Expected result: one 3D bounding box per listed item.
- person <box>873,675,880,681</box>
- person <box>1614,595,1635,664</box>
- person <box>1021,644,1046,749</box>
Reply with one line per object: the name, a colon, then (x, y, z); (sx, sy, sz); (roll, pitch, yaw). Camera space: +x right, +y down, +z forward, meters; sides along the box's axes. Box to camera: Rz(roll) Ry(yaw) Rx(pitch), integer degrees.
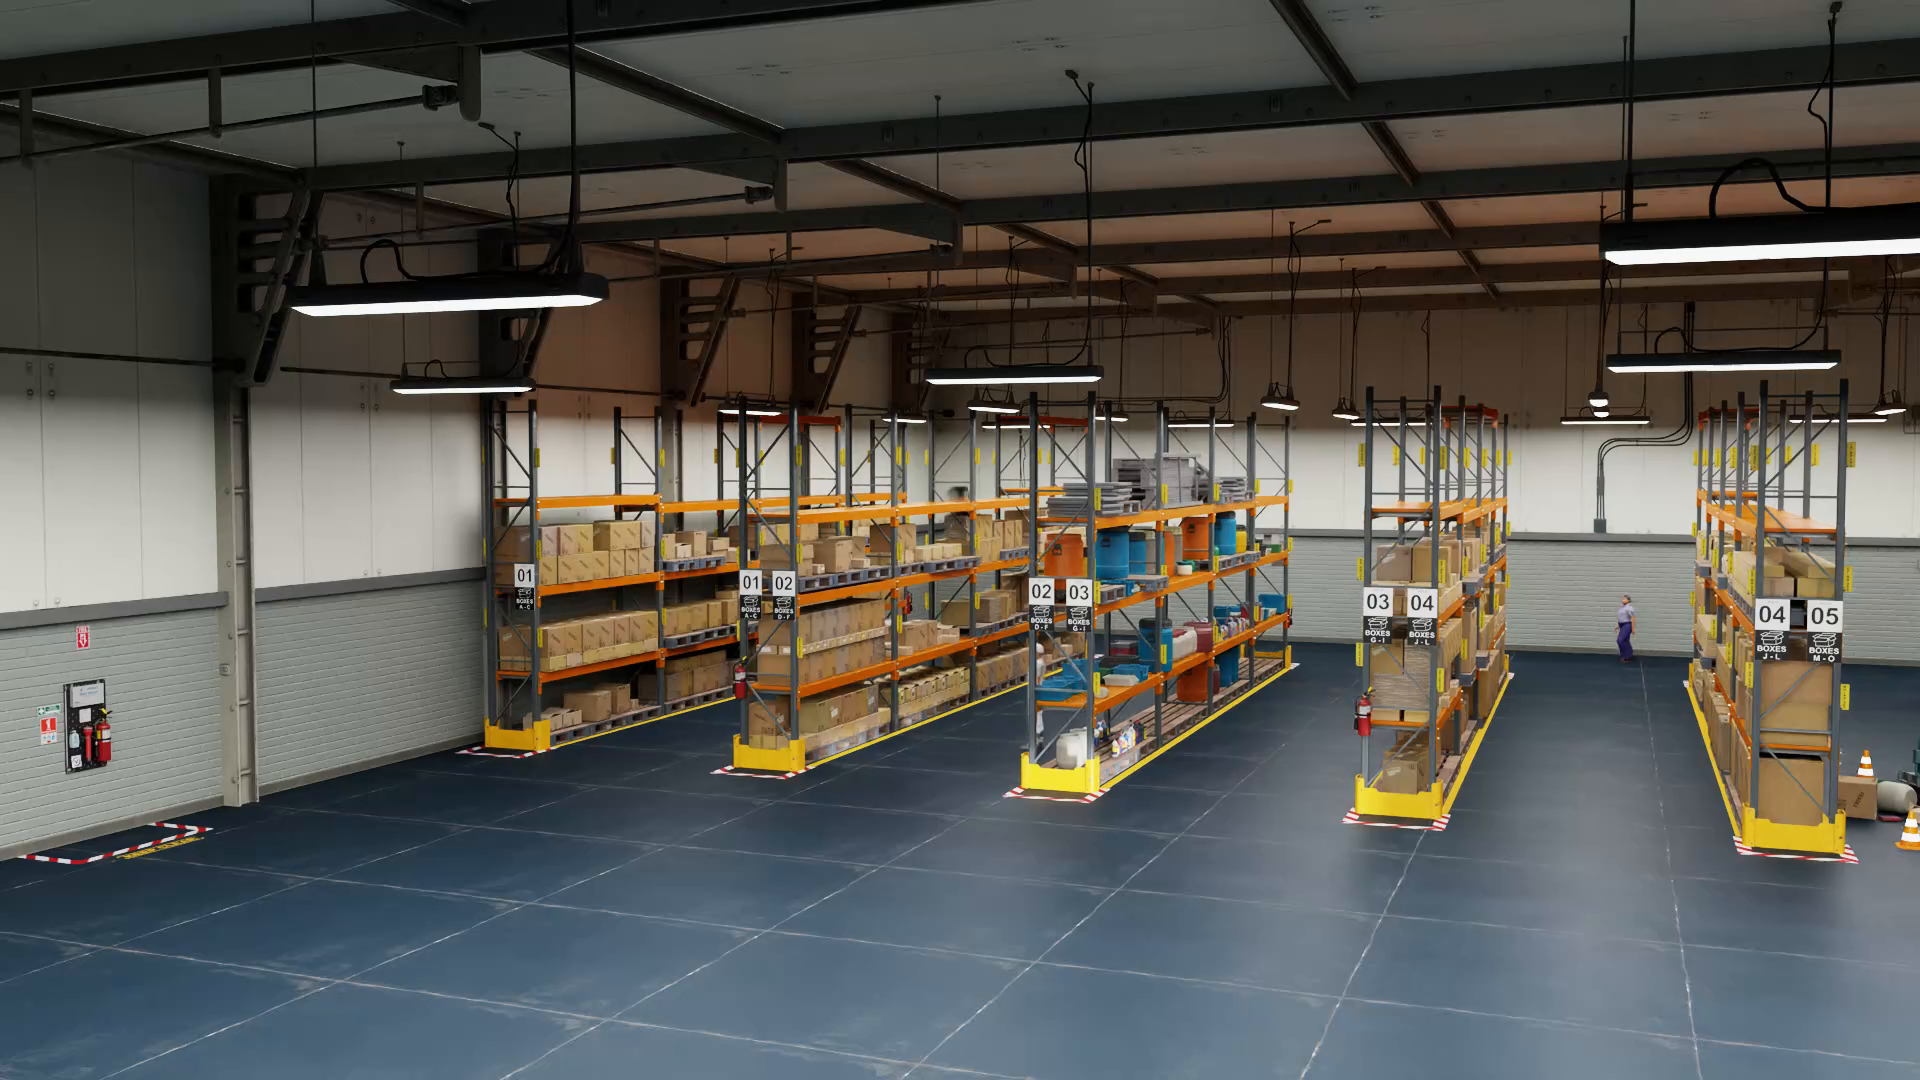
person: (-2.028, 2.385, 36.456); (0.550, 1.623, 0.951); (1, 3, 16)
person: (16.263, 2.191, 40.659); (0.495, 1.703, 0.485); (0, 3, 1)
person: (1.272, 2.687, 28.748); (0.395, 1.794, 0.584); (0, 3, 8)
